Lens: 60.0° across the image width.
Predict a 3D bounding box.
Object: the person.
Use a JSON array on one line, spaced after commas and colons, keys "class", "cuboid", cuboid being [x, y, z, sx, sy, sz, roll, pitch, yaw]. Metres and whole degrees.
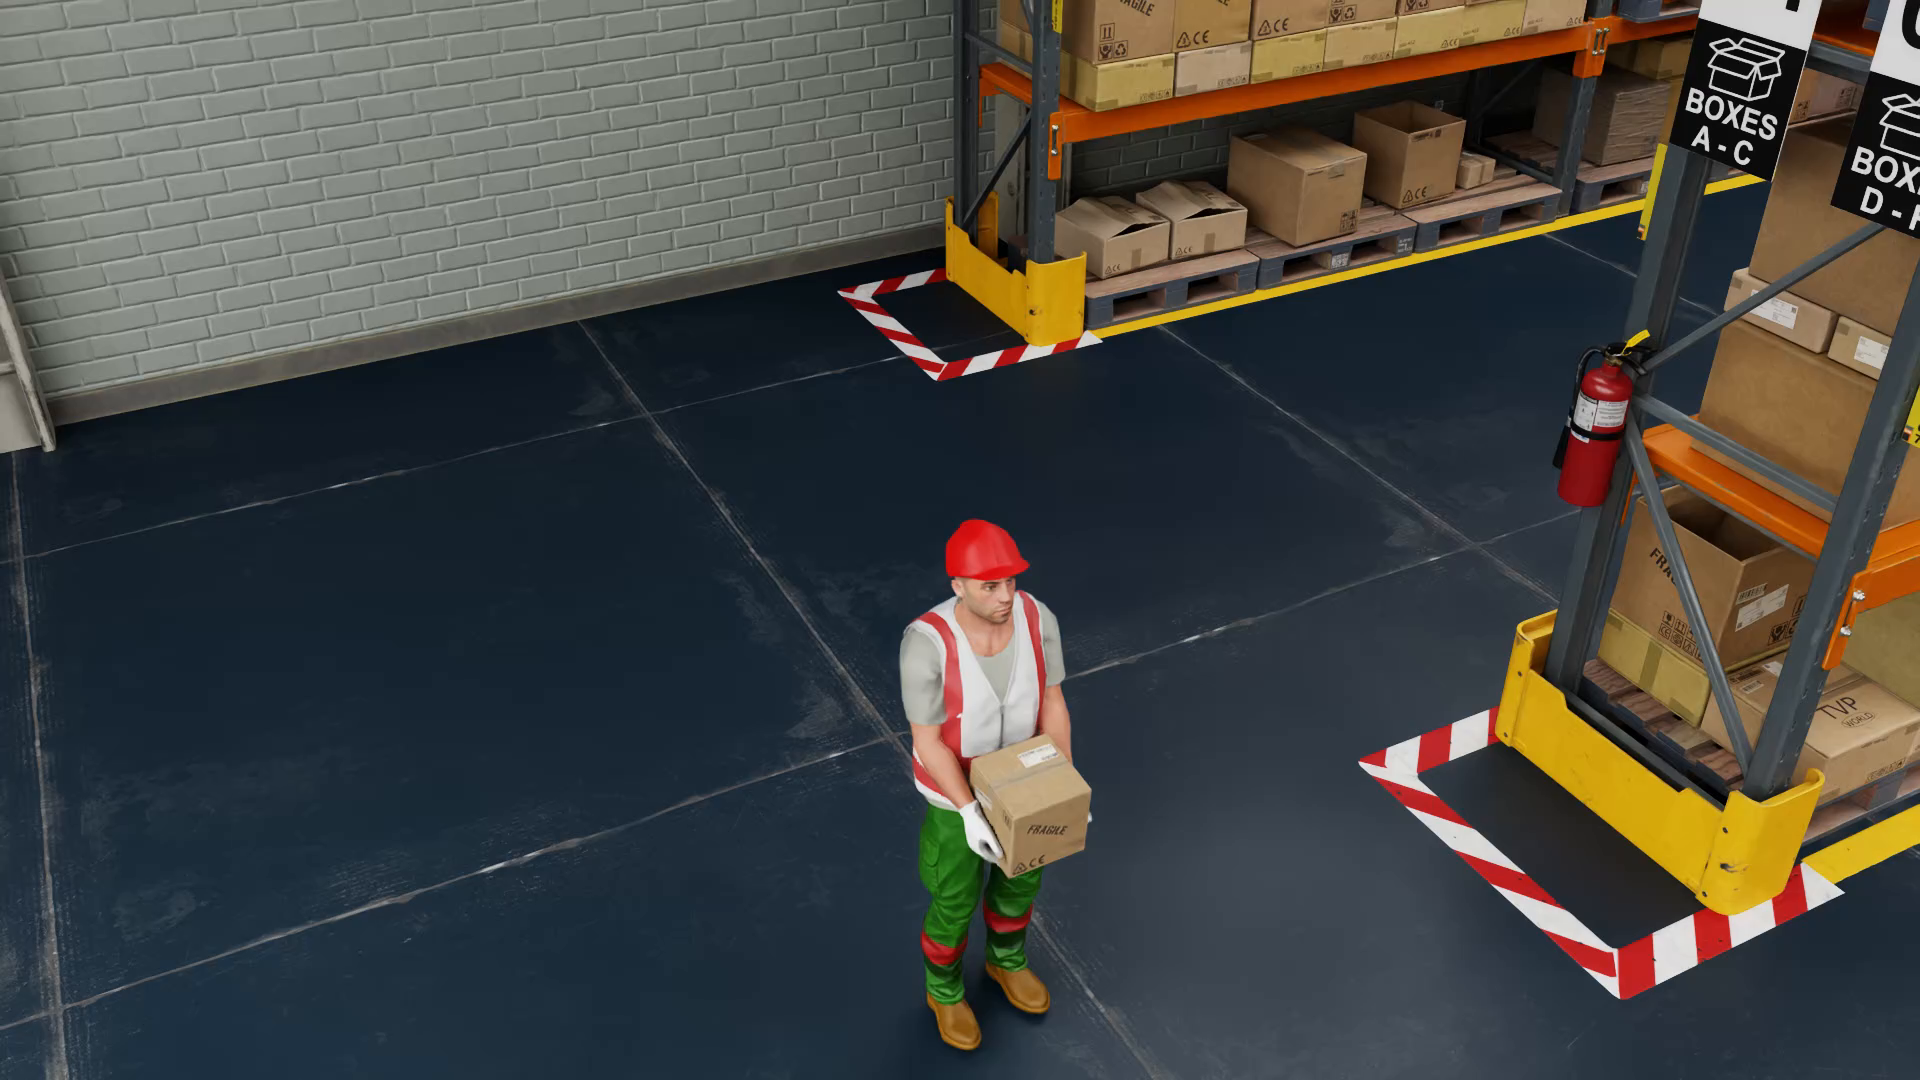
[{"class": "person", "cuboid": [0.114, 0.769, 4.916, 0.522, 1.794, 0.538, -16, 36, -23]}]
